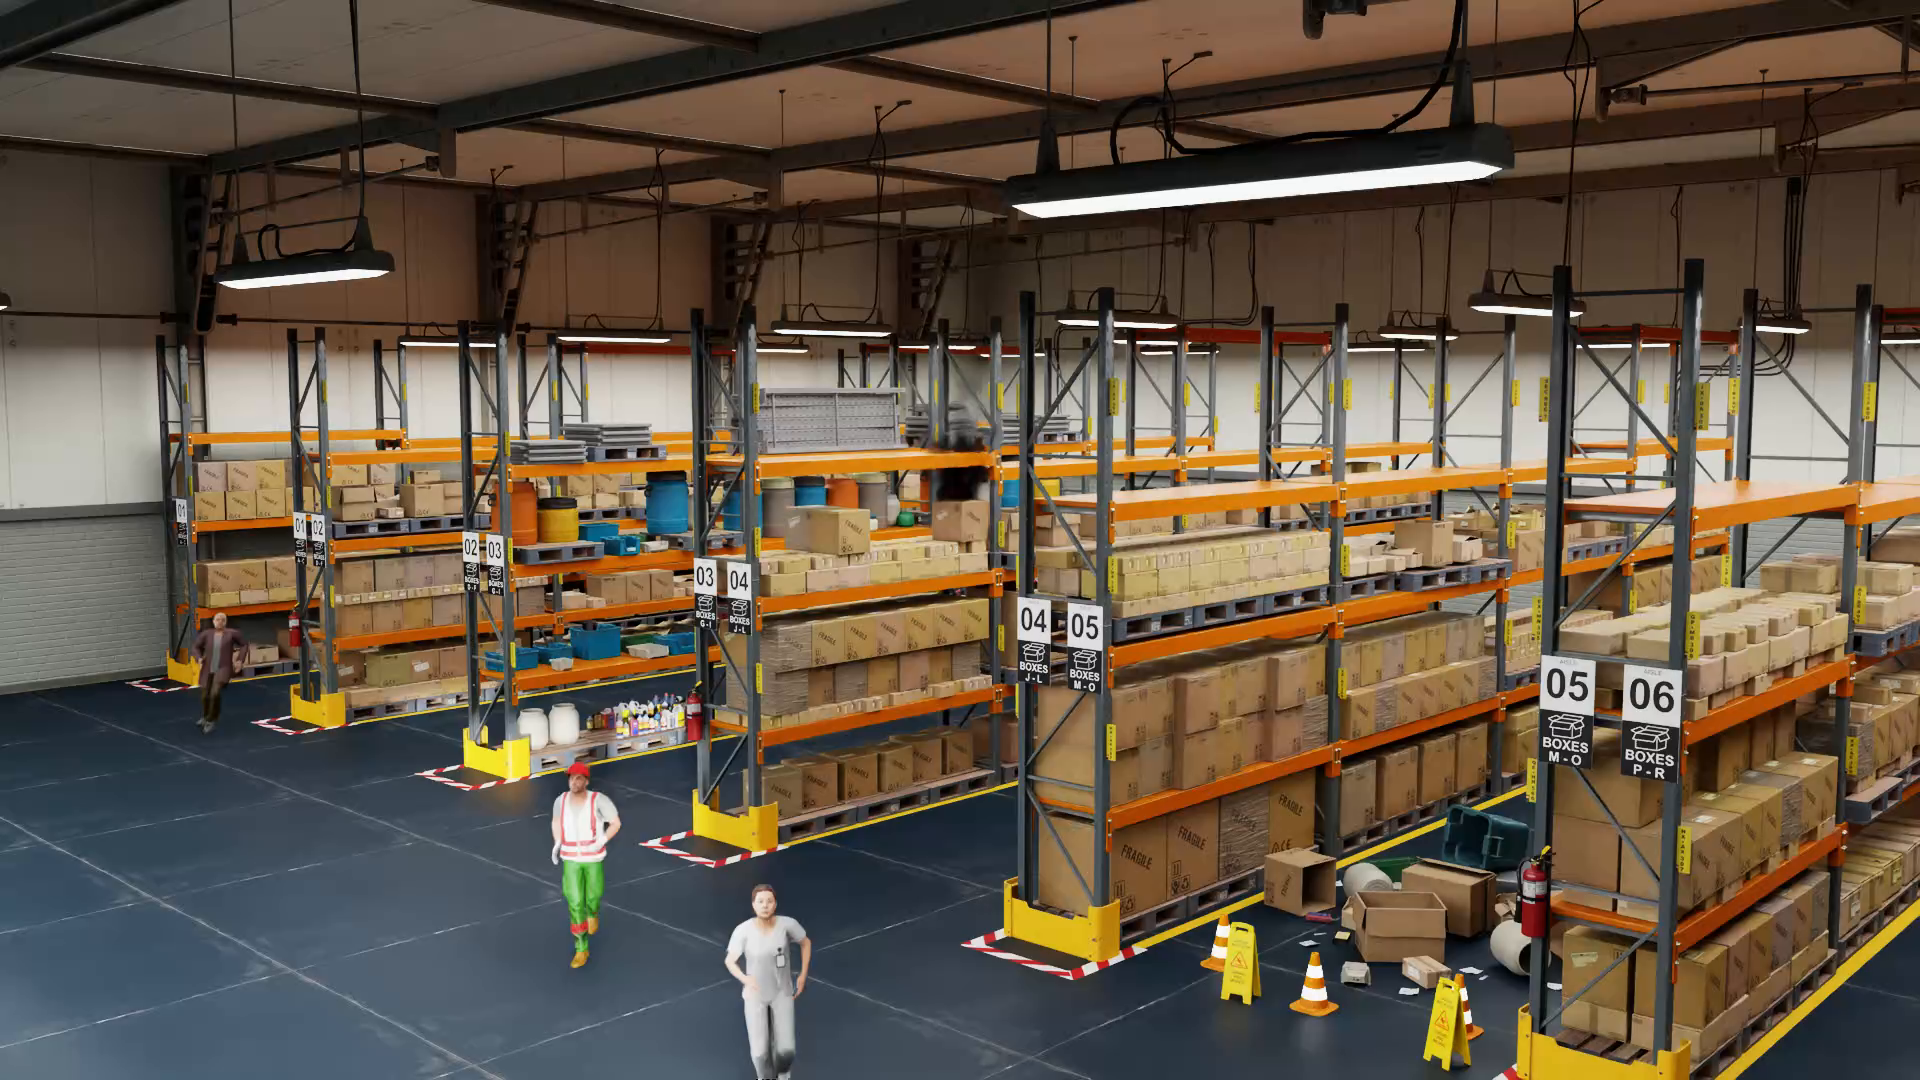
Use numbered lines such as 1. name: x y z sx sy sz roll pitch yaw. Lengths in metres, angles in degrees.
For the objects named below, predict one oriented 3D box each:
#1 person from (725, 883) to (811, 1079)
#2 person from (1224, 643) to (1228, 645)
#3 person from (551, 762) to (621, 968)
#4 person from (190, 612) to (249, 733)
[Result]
1. person: -1.350 3.245 11.763 0.612 1.638 0.542 -1 5 -8
2. person: 3.887 2.173 23.339 0.753 1.663 0.609 -5 7 -43
3. person: -3.390 2.880 15.037 0.646 1.779 0.816 0 5 -1
4. person: -11.096 1.973 24.887 0.771 1.790 0.702 -1 5 -7
